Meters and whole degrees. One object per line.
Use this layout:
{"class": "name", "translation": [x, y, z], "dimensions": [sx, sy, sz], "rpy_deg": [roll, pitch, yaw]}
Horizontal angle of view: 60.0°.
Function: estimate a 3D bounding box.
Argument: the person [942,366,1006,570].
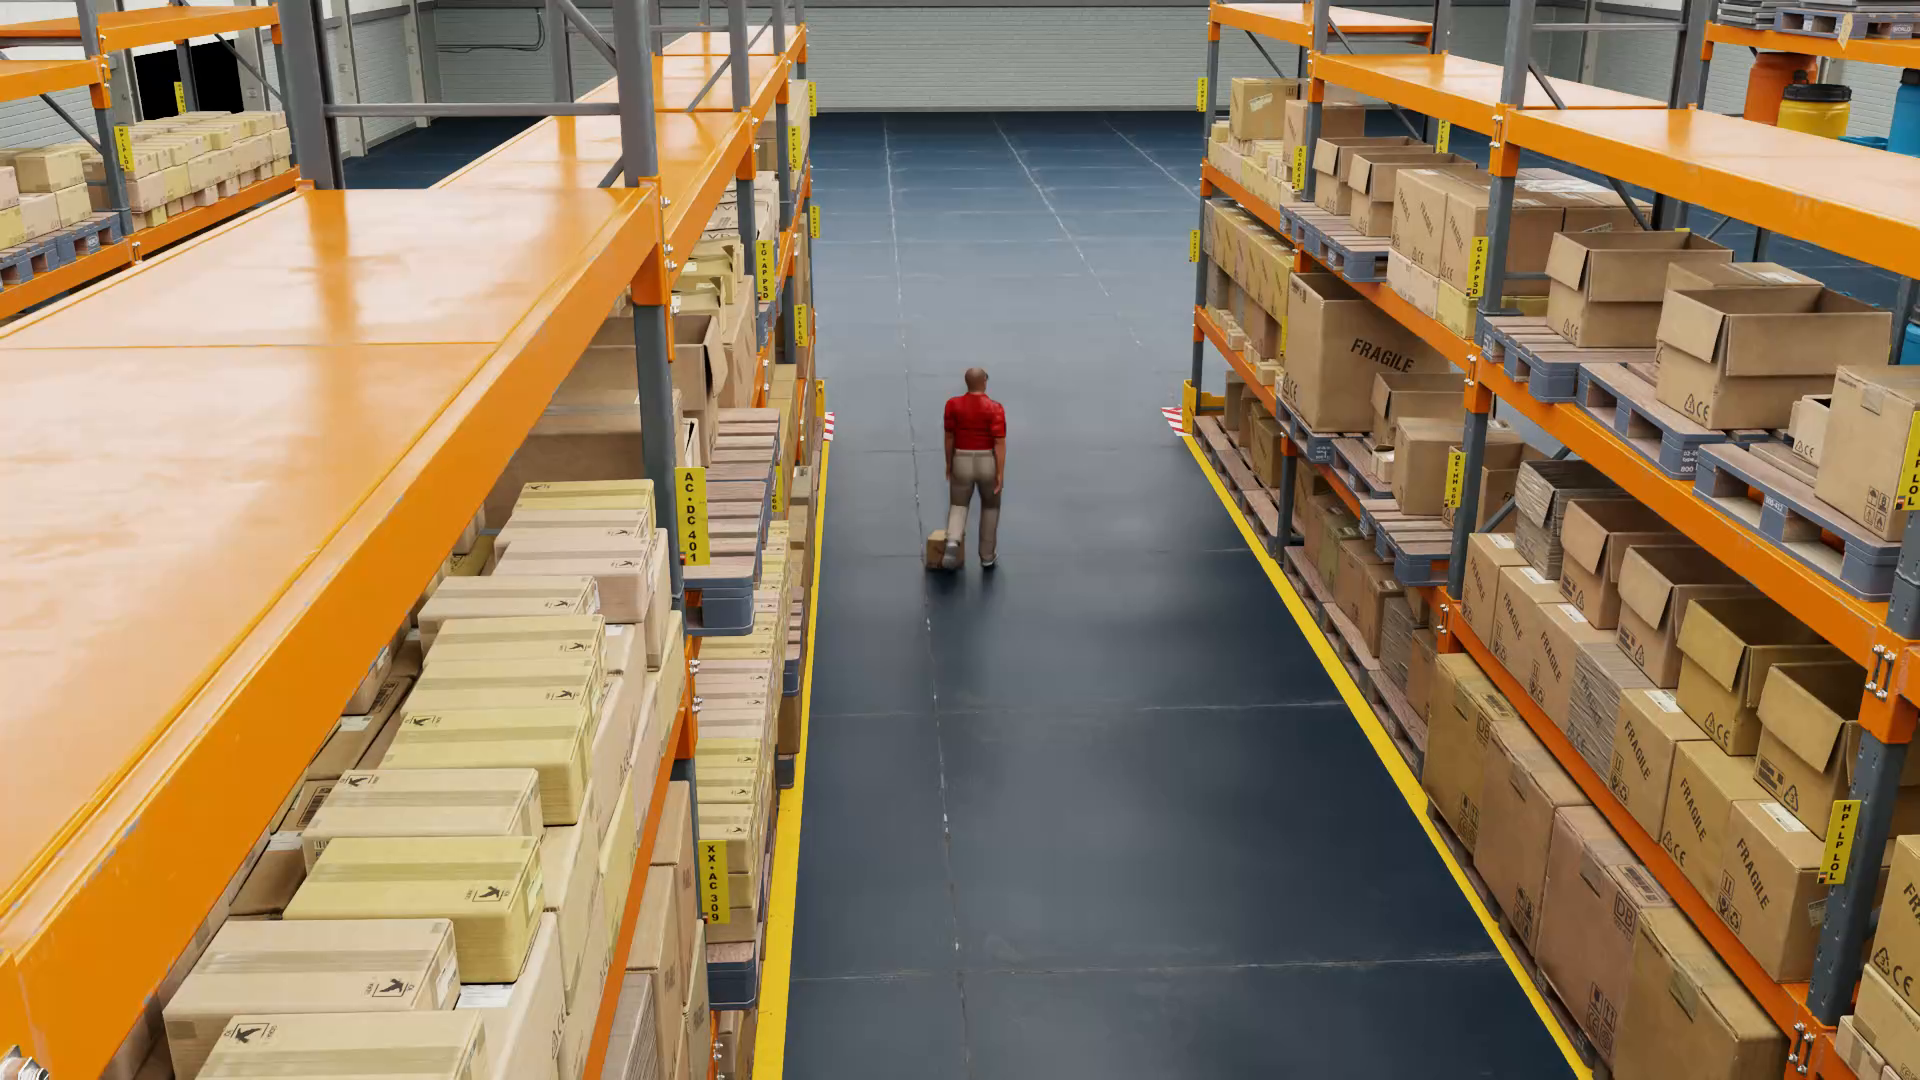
{"class": "person", "translation": [0.120, -0.537, 13.457], "dimensions": [0.522, 1.634, 0.704], "rpy_deg": [4, 21, 11]}
